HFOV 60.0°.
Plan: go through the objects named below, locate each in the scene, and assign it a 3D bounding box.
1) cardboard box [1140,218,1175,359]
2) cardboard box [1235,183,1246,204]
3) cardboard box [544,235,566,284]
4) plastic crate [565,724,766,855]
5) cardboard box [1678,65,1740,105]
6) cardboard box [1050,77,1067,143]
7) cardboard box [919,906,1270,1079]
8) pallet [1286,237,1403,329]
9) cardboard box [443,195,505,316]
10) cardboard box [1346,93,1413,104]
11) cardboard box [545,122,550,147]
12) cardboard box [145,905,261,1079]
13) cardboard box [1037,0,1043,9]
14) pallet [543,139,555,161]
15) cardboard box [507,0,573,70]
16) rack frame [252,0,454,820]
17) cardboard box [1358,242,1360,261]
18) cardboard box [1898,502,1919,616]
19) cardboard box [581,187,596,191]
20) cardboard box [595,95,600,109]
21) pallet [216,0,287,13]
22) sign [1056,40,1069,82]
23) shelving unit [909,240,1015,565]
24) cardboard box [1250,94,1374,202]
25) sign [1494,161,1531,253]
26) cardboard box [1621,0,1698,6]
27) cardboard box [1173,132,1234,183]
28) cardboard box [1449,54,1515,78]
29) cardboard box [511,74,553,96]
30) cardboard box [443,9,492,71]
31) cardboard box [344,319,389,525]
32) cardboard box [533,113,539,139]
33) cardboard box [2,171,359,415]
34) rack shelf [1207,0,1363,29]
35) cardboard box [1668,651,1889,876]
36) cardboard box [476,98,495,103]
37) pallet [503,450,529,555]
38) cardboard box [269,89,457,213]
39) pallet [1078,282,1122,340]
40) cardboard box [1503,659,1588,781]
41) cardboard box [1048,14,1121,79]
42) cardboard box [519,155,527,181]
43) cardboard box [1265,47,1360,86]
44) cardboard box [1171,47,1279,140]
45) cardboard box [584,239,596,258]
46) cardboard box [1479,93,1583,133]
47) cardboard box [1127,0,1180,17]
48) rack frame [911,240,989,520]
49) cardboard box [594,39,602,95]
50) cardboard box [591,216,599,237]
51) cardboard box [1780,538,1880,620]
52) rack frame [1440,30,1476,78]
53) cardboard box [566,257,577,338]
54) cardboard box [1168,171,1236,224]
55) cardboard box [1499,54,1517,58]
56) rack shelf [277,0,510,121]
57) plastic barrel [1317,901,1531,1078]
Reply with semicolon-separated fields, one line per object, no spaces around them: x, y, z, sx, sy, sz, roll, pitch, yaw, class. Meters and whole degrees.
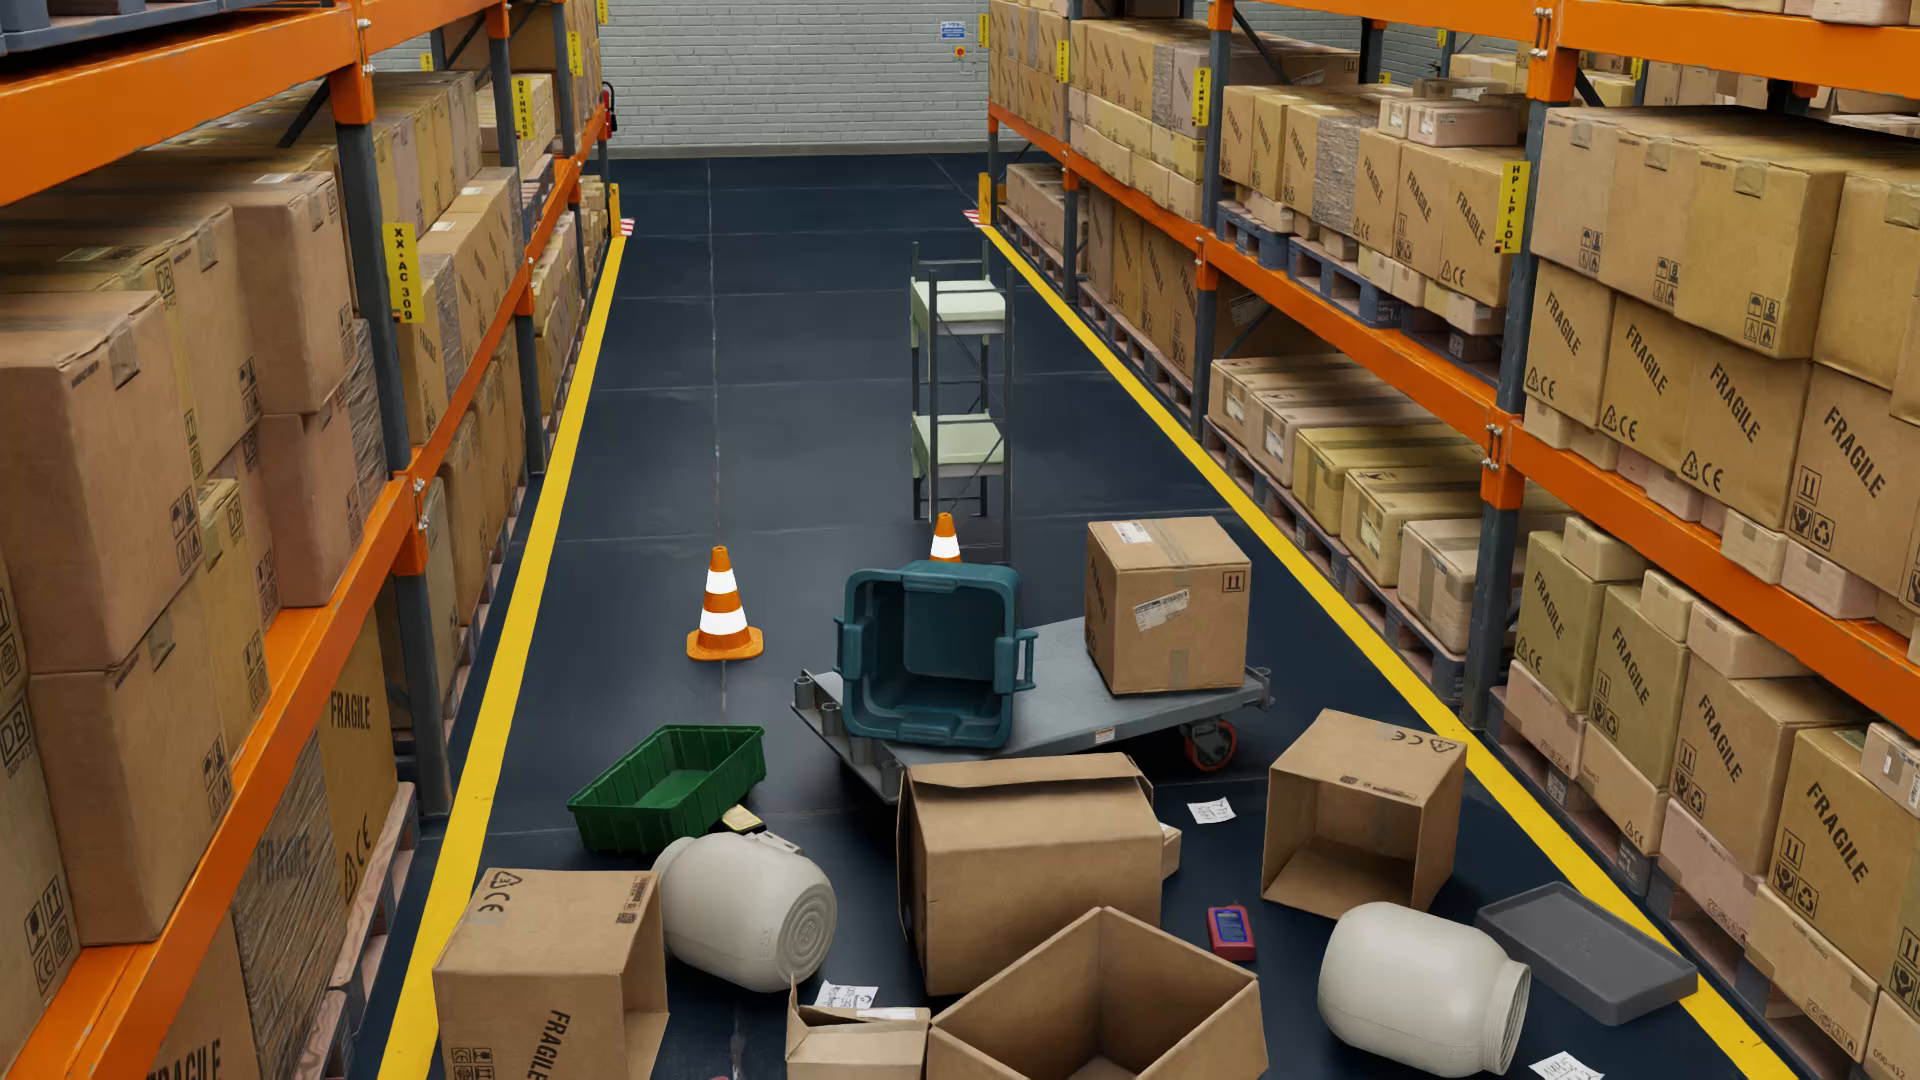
1.811;-1.818;11.732;0.875;0.875;0.875;-3;21;-7;cardboard box
1.816;-2.021;9.599;0.380;0.149;0.250;-4;21;-11;cardboard box
-2.999;-1.935;11.511;0.500;0.250;0.500;-4;21;-10;cardboard box
-1.033;0.890;5.982;0.450;0.188;0.662;-2;18;24;plastic crate
6.211;-3.586;13.287;0.700;0.500;0.500;-3;21;-7;cardboard box
1.056;-3.643;14.041;0.500;0.500;0.500;-3;21;-7;cardboard box
0.348;1.395;4.262;0.637;0.503;0.797;17;27;39;cardboard box
2.279;-1.291;8.159;1.003;0.211;1.213;-3;21;-8;pallet
-2.458;-1.338;7.868;0.500;0.500;0.500;-3;21;-9;cardboard box
2.379;-2.125;8.950;0.500;0.500;0.500;-3;21;-9;cardboard box
-3.182;-2.939;12.058;0.380;0.149;0.250;-3;21;-8;cardboard box
-2.070;1.253;3.510;0.875;0.875;0.875;-3;21;-9;cardboard box
0.895;-4.804;14.793;0.380;0.149;0.250;-3;21;-9;cardboard box
-3.541;-2.802;12.206;1.003;0.211;1.213;-3;21;-8;pallet
-3.332;-3.987;13.107;0.500;0.500;0.500;-2;21;-6;cardboard box
-2.354;-0.394;5.485;1.000;3.000;0.127;-3;21;-8;rack frame
2.113;-1.373;7.863;0.380;0.149;0.250;-4;21;-10;cardboard box
2.619;-0.001;3.864;0.500;0.500;0.500;-3;21;-8;cardboard box
-3.640;-3.252;15.761;0.380;0.149;0.250;-4;21;-10;cardboard box
-3.758;-4.333;16.389;0.380;0.149;0.250;-3;21;-8;cardboard box
-2.247;-1.474;4.216;1.003;0.211;1.213;-3;21;-8;pallet
0.827;-3.863;13.421;0.100;0.325;0.005;-3;21;-8;sign
0.001;-0.700;8.448;0.431;1.500;0.755;-3;21;-8;shelving unit
1.871;-2.099;8.881;0.500;0.500;0.500;-2;21;-5;cardboard box
1.981;-1.192;5.966;0.100;0.325;0.005;-3;21;-8;sign
2.312;-1.753;5.193;0.380;0.149;0.250;-3;21;-8;cardboard box
1.632;-2.383;10.308;0.500;0.250;0.500;-3;21;-8;cardboard box
5.510;-4.984;17.562;0.500;0.250;0.500;-3;21;-7;cardboard box
-3.257;-3.393;12.421;0.380;0.149;0.250;-2;21;-5;cardboard box
-3.843;-3.968;13.056;0.500;0.500;0.500;-4;21;-10;cardboard box
-2.289;-0.337;5.118;0.875;0.550;0.550;-3;21;-8;cardboard box
-3.061;-2.798;11.256;0.380;0.149;0.250;-3;21;-8;cardboard box
-2.141;-0.656;4.429;0.875;0.550;0.550;-3;21;-8;cardboard box
1.664;-3.825;11.410;1.077;0.370;4.000;-3;21;-8;rack shelf
2.509;0.643;4.964;0.500;0.500;0.500;-2;21;-5;cardboard box
-2.997;-2.762;10.732;0.380;0.149;0.250;-2;21;-6;cardboard box
-2.892;-0.196;8.940;1.003;0.211;1.213;-3;21;-8;pallet
-2.726;-1.786;7.639;0.700;0.500;0.500;-3;21;-9;cardboard box
1.562;-1.879;13.446;1.003;0.211;1.213;-3;21;-8;pallet
2.347;0.630;6.071;0.500;0.250;0.500;-4;21;-10;cardboard box
1.035;-4.113;13.871;0.500;0.500;0.500;-3;21;-8;cardboard box
-2.914;-2.303;10.354;0.380;0.149;0.250;-2;21;-5;cardboard box
2.124;-2.762;10.253;0.500;0.500;0.500;-4;21;-10;cardboard box
1.619;-2.745;10.206;0.500;0.500;0.500;-3;21;-9;cardboard box
-3.469;-2.615;14.904;0.380;0.149;0.250;-3;21;-9;cardboard box
2.553;-1.917;7.467;0.380;0.149;0.250;-2;21;-5;cardboard box
1.587;-4.390;13.685;0.380;0.149;0.250;-3;21;-9;cardboard box
-0.052;-0.827;8.787;0.400;1.500;0.023;-3;21;-8;rack frame
-3.765;-4.593;16.157;0.500;0.500;0.500;-2;21;-7;cardboard box
-3.476;-2.839;15.080;0.380;0.149;0.250;-3;21;-7;cardboard box
2.497;0.093;4.539;0.380;0.149;0.250;-3;21;-8;cardboard box
5.711;-5.085;18.045;1.000;3.000;0.127;-3;21;-8;rack frame
-3.078;-1.769;12.137;0.500;0.500;0.500;-3;21;-9;cardboard box
1.623;-2.156;10.415;0.500;0.250;0.500;-4;21;-10;cardboard box
6.040;-5.009;17.628;0.500;0.250;0.500;-2;21;-6;cardboard box
-2.643;-2.155;6.940;1.077;0.370;4.000;-3;21;-8;rack shelf
1.310;1.274;4.700;0.512;0.421;0.421;12;24;30;plastic barrel
